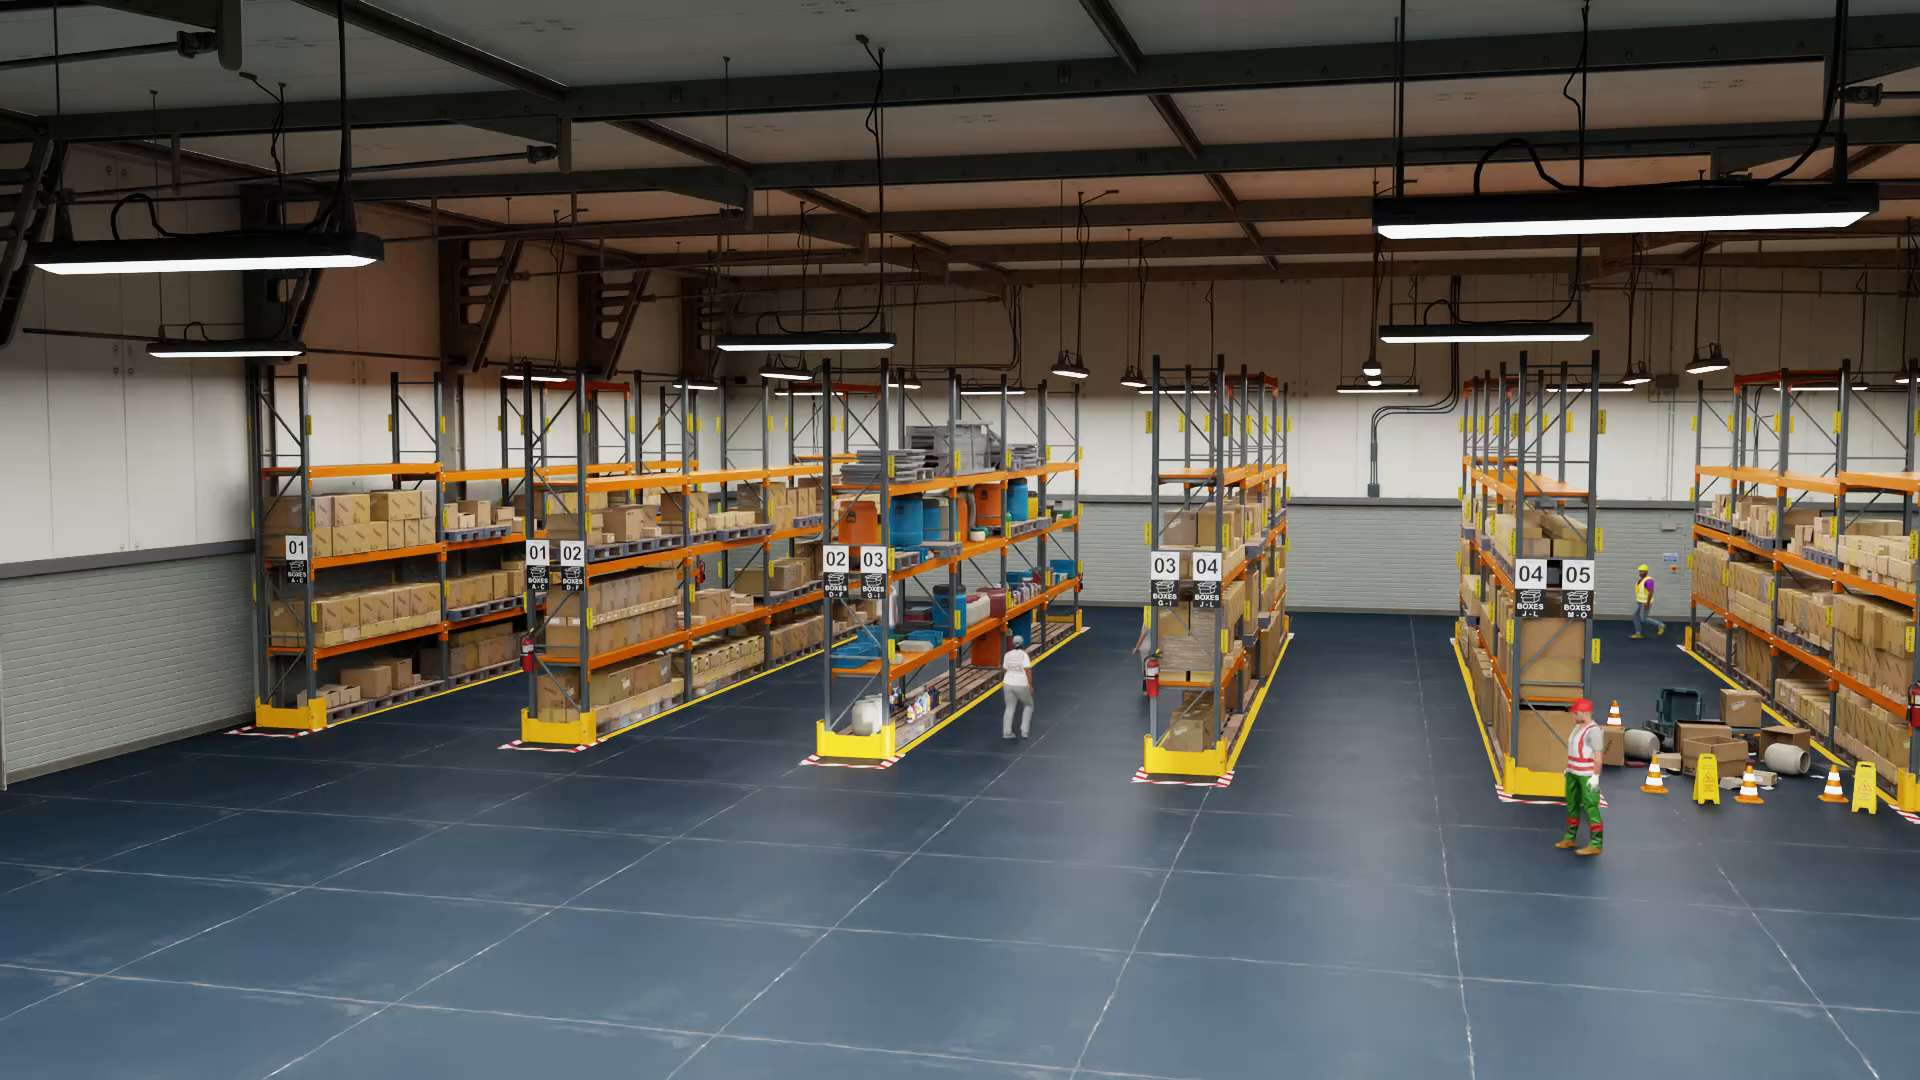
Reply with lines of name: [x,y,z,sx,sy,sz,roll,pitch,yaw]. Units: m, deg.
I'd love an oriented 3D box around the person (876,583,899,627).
person: [-1.494,1.639,35.991,0.571,1.804,0.626,2,4,28]

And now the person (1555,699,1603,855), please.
person: [7.274,2.755,19.540,0.439,1.783,0.607,-1,4,-18]

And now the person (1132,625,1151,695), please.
person: [3.466,2.070,30.721,0.514,1.717,0.531,-2,4,-23]

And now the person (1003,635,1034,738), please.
person: [0.947,2.399,26.666,0.580,1.733,0.652,3,5,38]

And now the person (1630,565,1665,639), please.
person: [16.063,1.447,38.855,0.738,1.732,0.604,0,4,-1]
